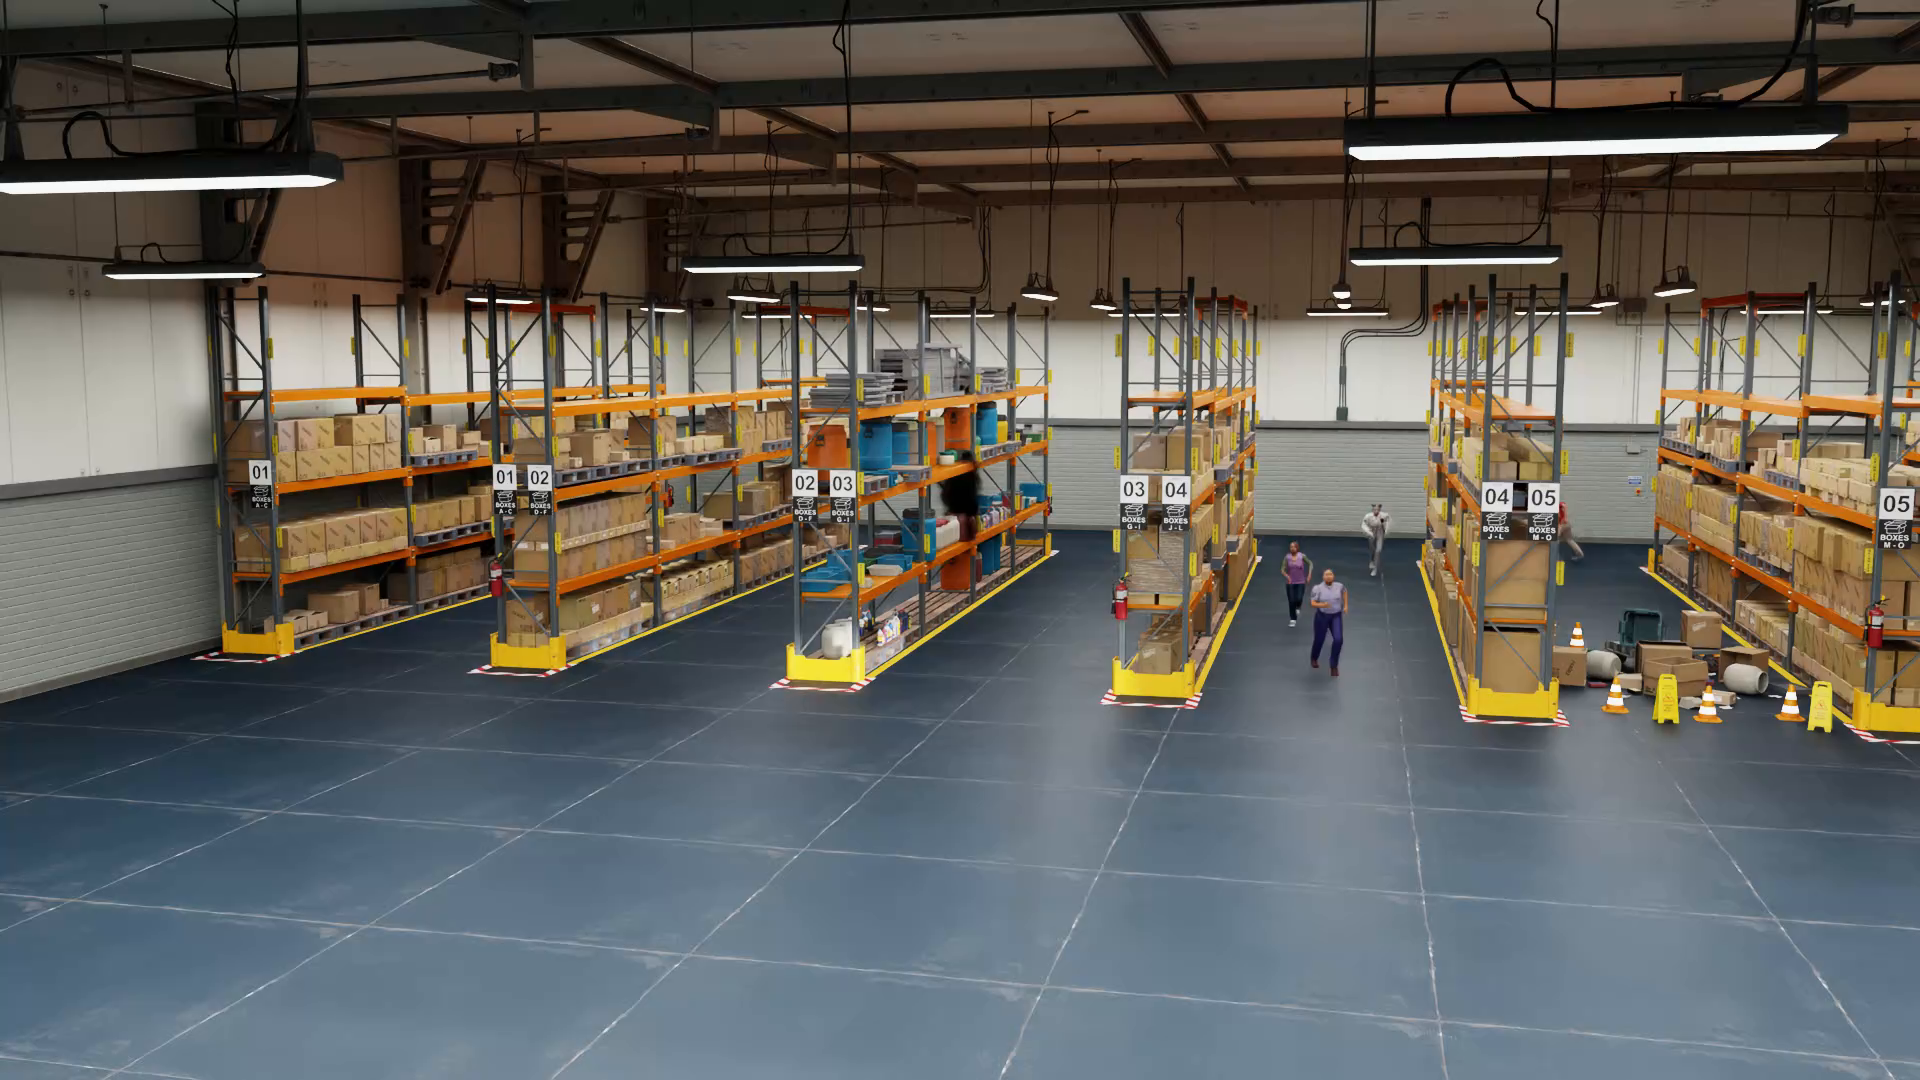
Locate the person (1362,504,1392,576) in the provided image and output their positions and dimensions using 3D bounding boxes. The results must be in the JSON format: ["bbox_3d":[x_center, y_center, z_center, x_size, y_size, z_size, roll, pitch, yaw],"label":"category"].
[{"bbox_3d":[9.264,-0.033,37.146,0.609,1.639,0.975,1,7,8],"label":"person"}]

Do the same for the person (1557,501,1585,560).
[{"bbox_3d":[14.157,-0.253,39.055,1.011,1.683,0.701,2,7,16],"label":"person"}]

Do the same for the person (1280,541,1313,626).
[{"bbox_3d":[6.053,0.797,29.968,0.562,1.555,0.620,2,7,16],"label":"person"}]

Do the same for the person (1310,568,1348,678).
[{"bbox_3d":[5.680,1.258,25.634,0.611,1.689,0.871,0,7,3],"label":"person"}]
